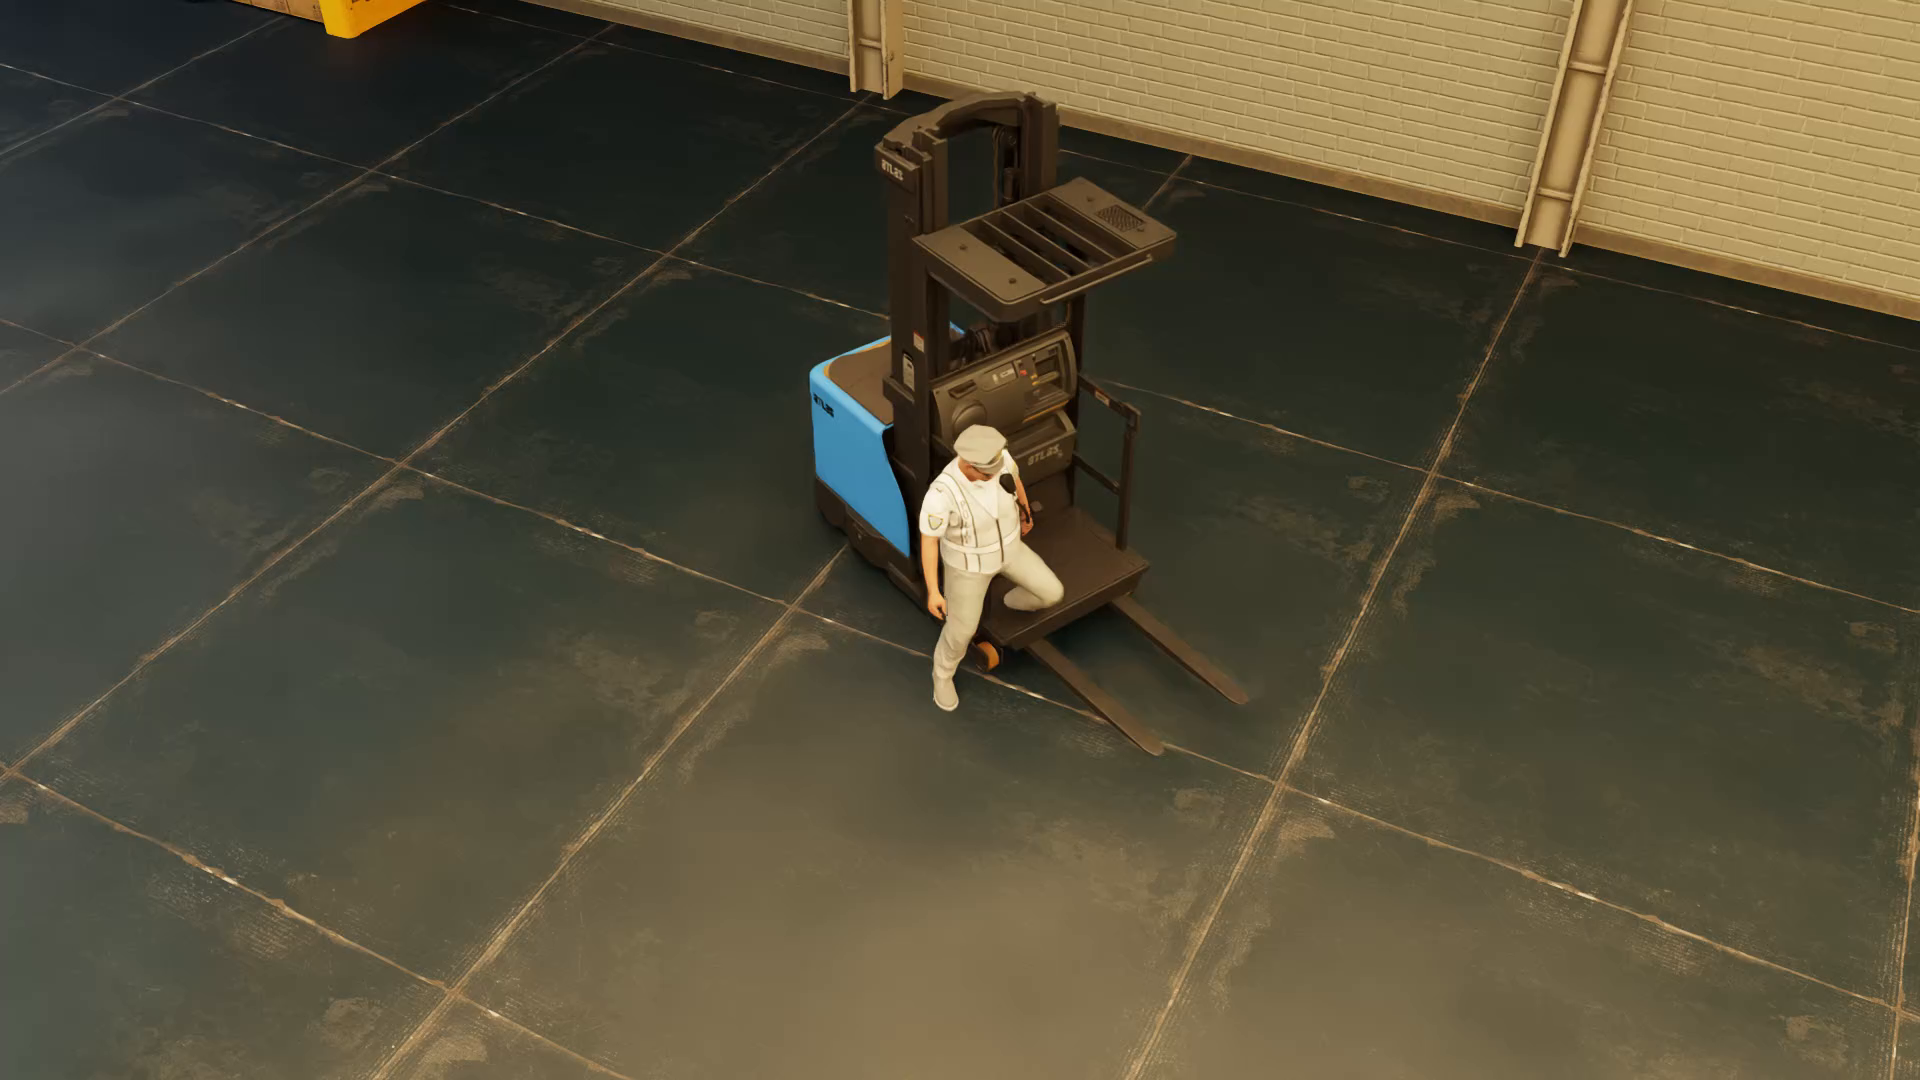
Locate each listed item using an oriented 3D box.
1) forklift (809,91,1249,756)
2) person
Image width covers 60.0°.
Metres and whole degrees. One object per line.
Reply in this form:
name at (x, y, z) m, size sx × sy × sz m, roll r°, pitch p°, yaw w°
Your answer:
forklift at (0.378, -0.744, 8.870) m, size 1.130 × 2.935 × 3.031 m, roll -26°, pitch 46°, yaw -27°
person at (0.144, 0.113, 8.800) m, size 0.864 × 1.717 × 0.513 m, roll -27°, pitch 47°, yaw -28°
